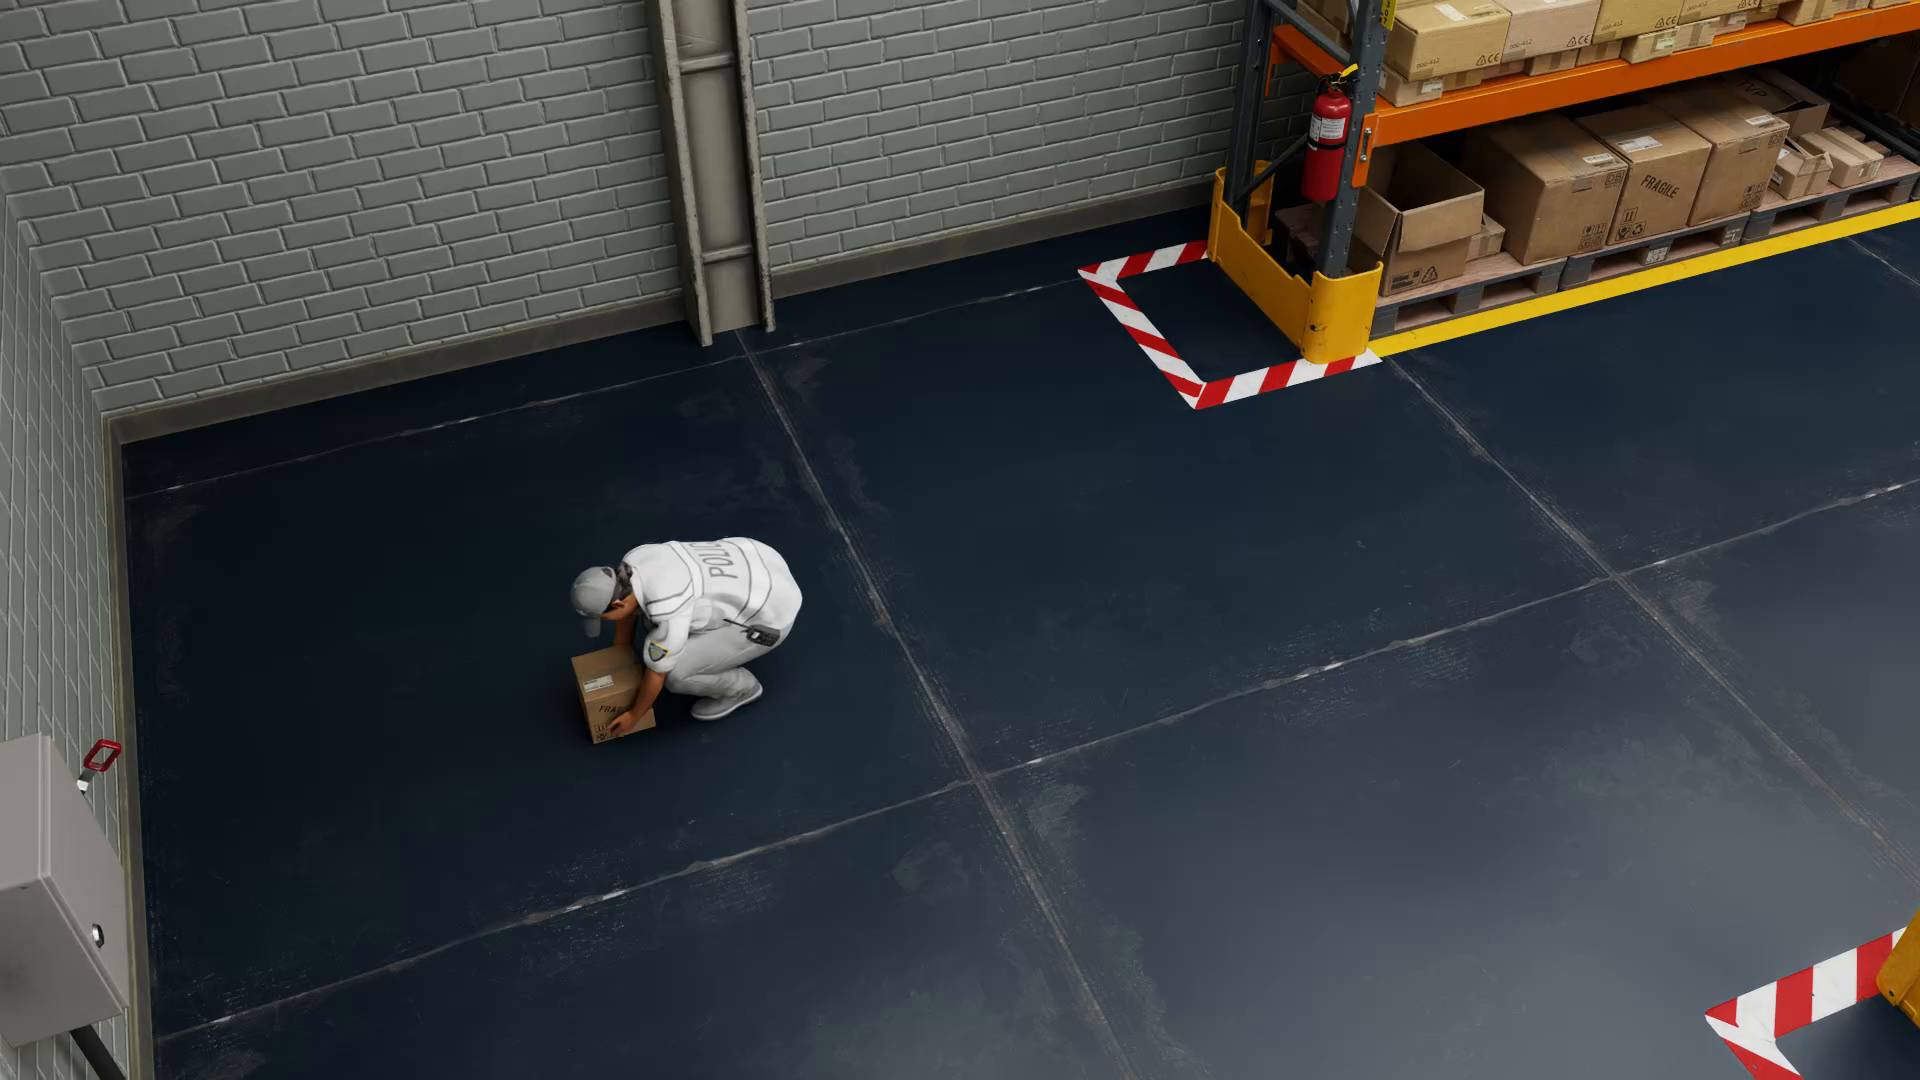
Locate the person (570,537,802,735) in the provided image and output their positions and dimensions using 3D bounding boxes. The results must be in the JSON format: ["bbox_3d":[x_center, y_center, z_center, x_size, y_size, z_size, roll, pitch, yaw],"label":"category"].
[{"bbox_3d":[-1.050,0.304,6.463,0.867,0.818,0.518,-15,44,-16],"label":"person"}]
